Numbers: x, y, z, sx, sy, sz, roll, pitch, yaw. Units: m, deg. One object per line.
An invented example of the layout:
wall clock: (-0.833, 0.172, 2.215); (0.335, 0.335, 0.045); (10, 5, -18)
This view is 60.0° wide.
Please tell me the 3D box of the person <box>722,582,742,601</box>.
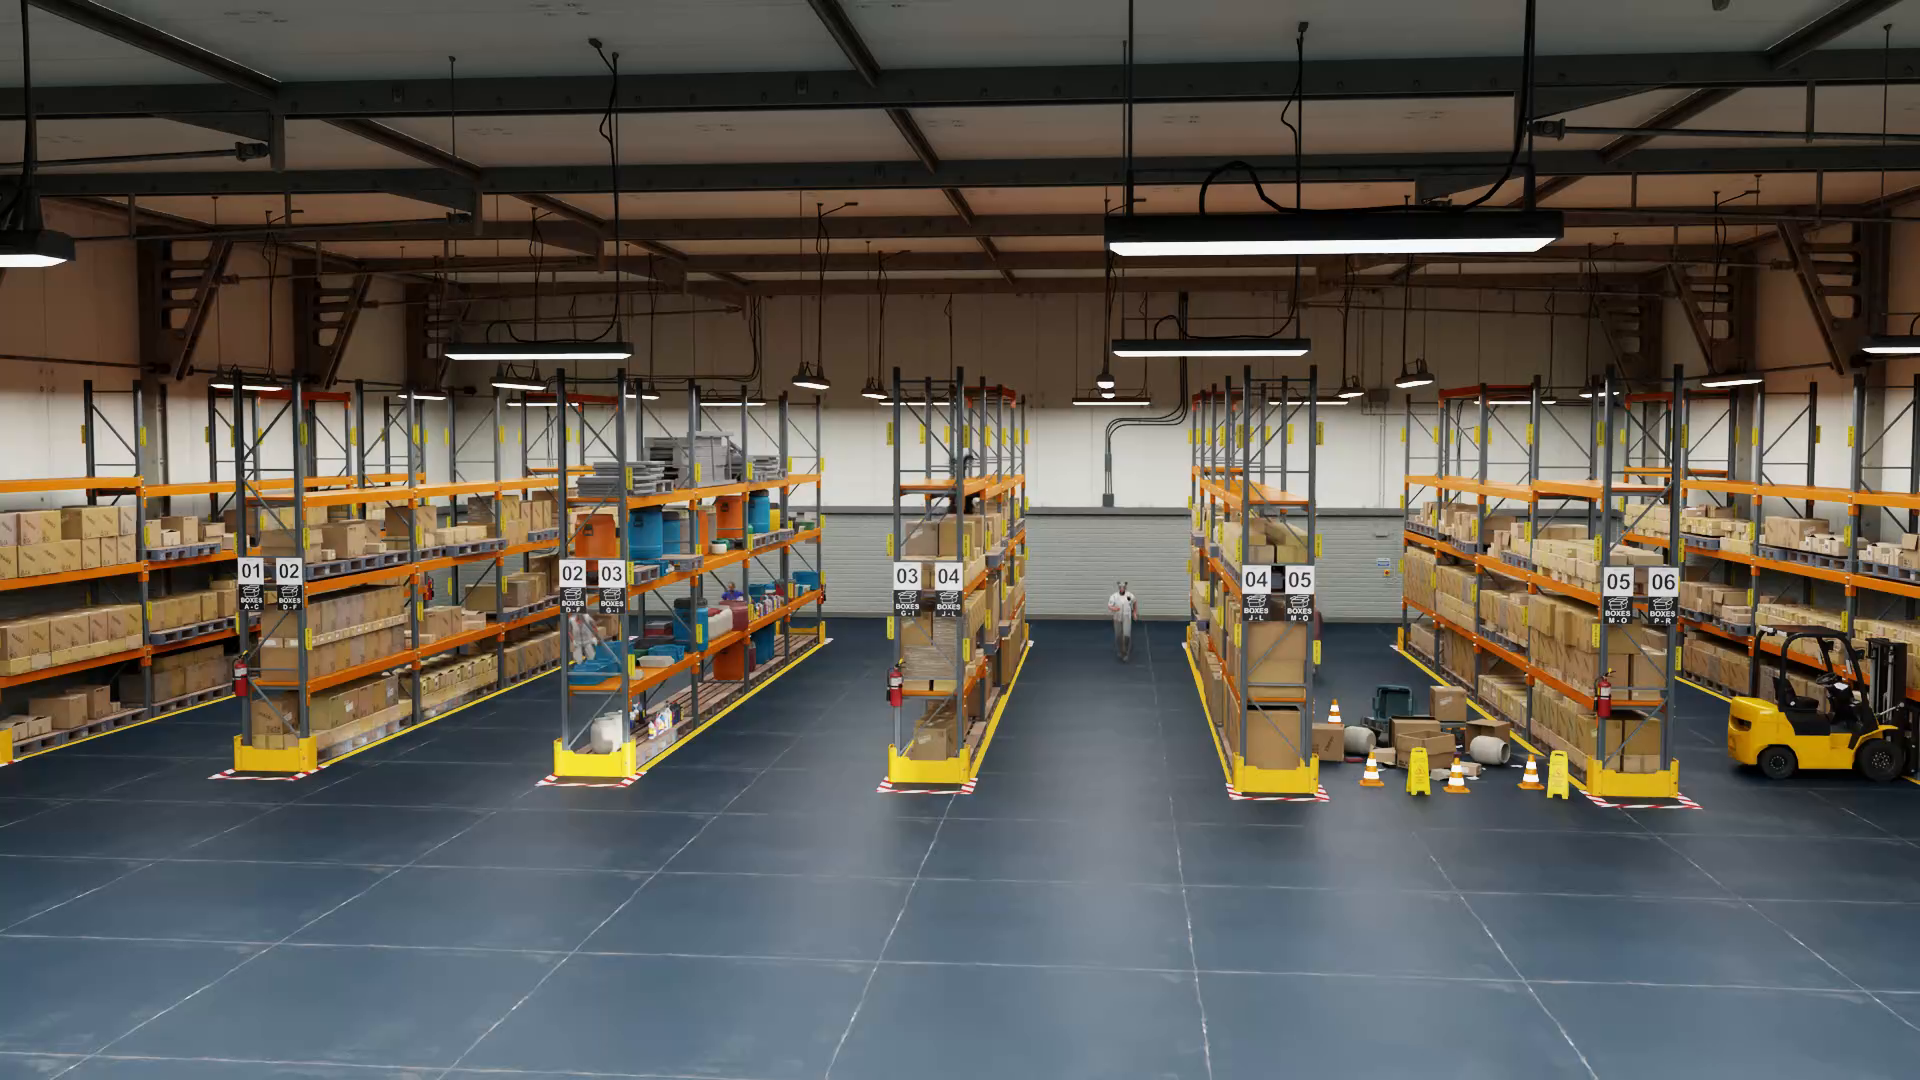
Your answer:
person: (-5.428, 1.753, 39.836); (0.583, 1.565, 0.778); (-1, 4, -12)

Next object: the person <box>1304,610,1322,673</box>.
person: (7.428, 2.046, 35.370); (0.693, 1.496, 1.047); (-1, 4, -8)

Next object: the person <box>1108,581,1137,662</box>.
person: (3.640, 1.816, 37.250); (0.636, 1.838, 0.854); (1, 4, 8)

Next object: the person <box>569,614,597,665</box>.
person: (-7.672, 2.096, 33.678); (0.637, 1.616, 0.896); (-1, 4, -18)
